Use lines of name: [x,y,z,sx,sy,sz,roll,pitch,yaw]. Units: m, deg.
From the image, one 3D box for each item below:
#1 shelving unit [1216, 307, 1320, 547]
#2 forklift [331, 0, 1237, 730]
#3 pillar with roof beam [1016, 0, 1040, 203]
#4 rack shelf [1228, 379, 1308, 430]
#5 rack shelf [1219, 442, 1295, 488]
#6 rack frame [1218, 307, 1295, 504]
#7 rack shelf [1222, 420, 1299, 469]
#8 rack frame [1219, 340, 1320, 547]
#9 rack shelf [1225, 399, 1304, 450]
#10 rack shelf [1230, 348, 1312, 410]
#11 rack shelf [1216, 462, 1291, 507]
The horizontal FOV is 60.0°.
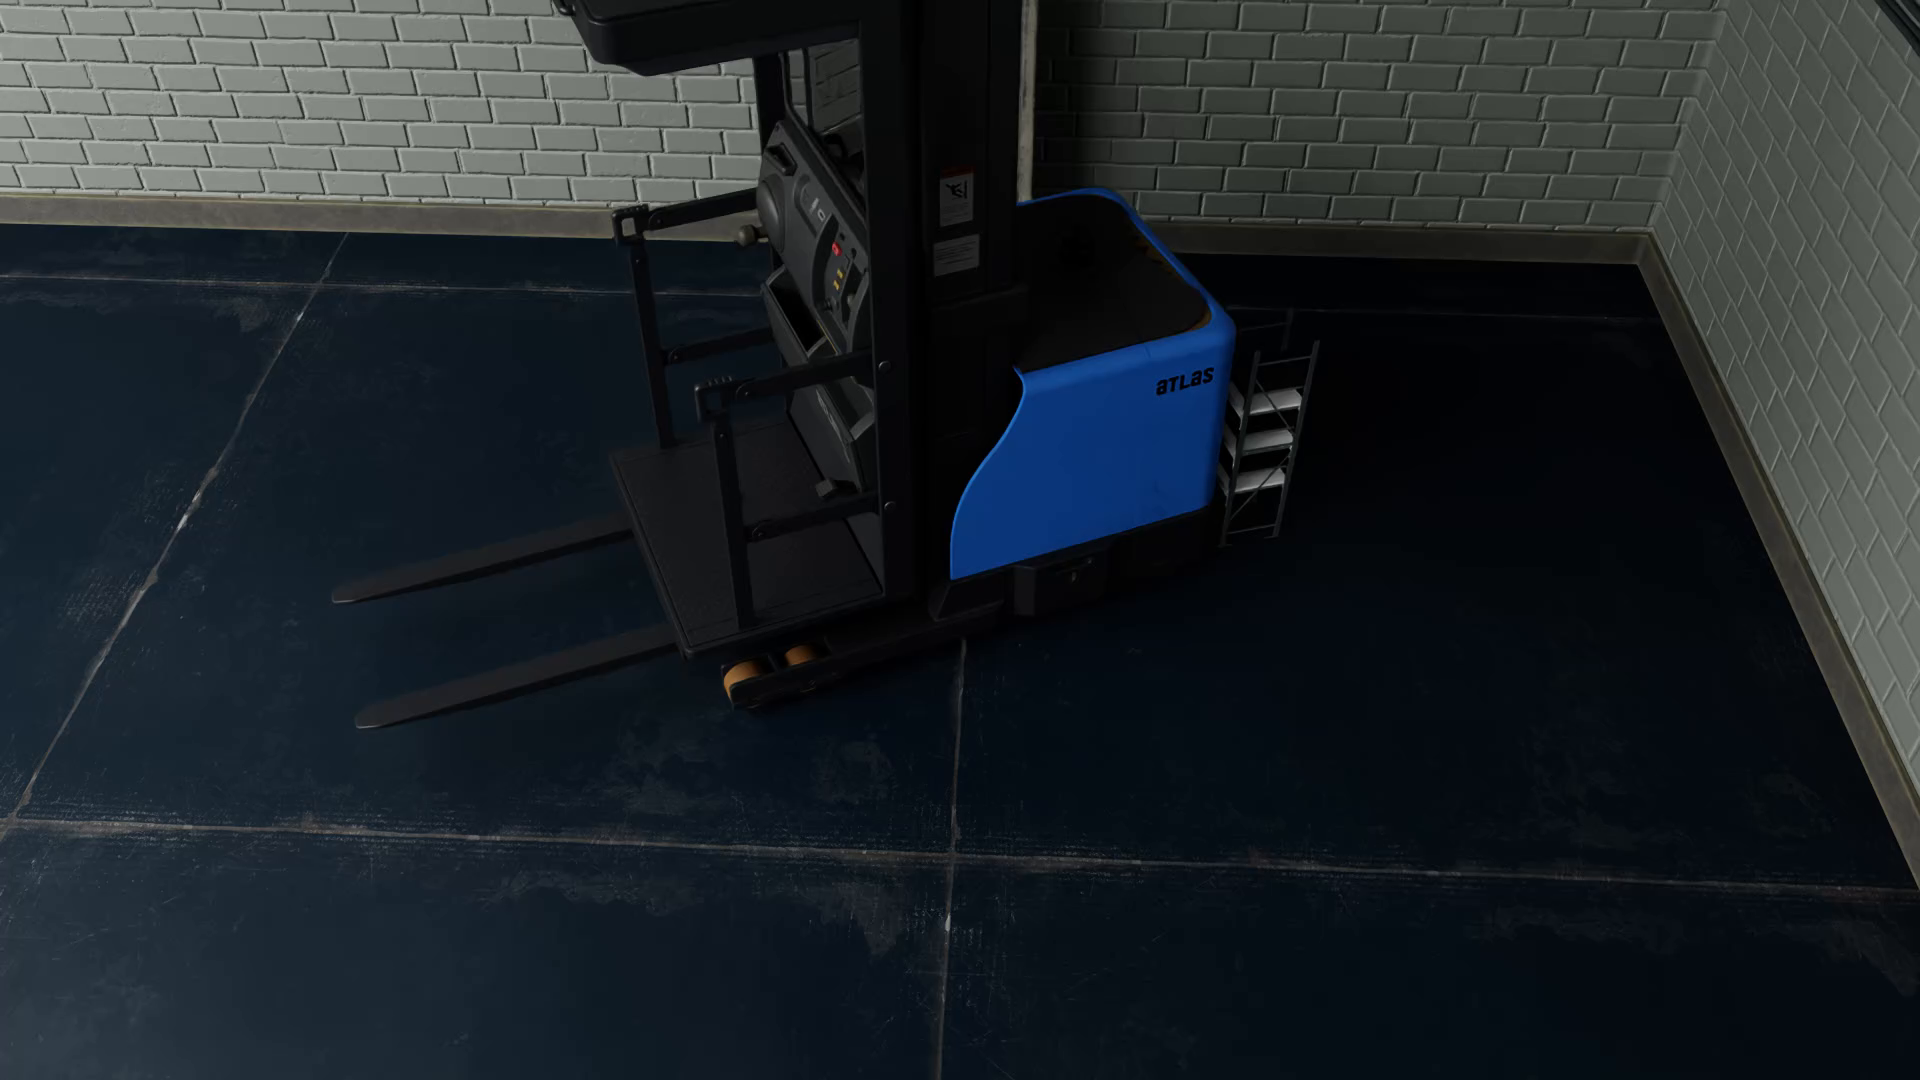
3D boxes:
shelving unit: [1.067,-0.393,6.005,0.258,0.900,0.210,-10,44,-13]
forklift: [-0.641,-0.912,5.079,3.031,2.935,1.130,-16,45,-16]
pillar with roof beam: [-0.071,-1.634,1.402,0.400,9.000,9.100,2,43,2]
rack shelf: [1.072,-0.501,5.906,0.258,0.077,0.200,-10,44,-13]
rack shelf: [1.064,-0.302,6.088,0.258,0.077,0.200,-10,44,-13]
rack frame: [1.039,-0.459,6.076,0.240,0.900,0.006,-10,44,-13]
rack shelf: [1.066,-0.368,6.028,0.258,0.077,0.200,-10,44,-13]
rack frame: [1.096,-0.326,5.934,0.240,0.900,0.006,-10,44,-13]
rack shelf: [1.069,-0.435,5.967,0.258,0.077,0.200,-10,44,-13]
rack shelf: [1.075,-0.567,5.845,0.258,0.077,0.200,-10,44,-13]
rack shelf: [1.061,-0.236,6.149,0.258,0.077,0.200,-10,44,-13]
